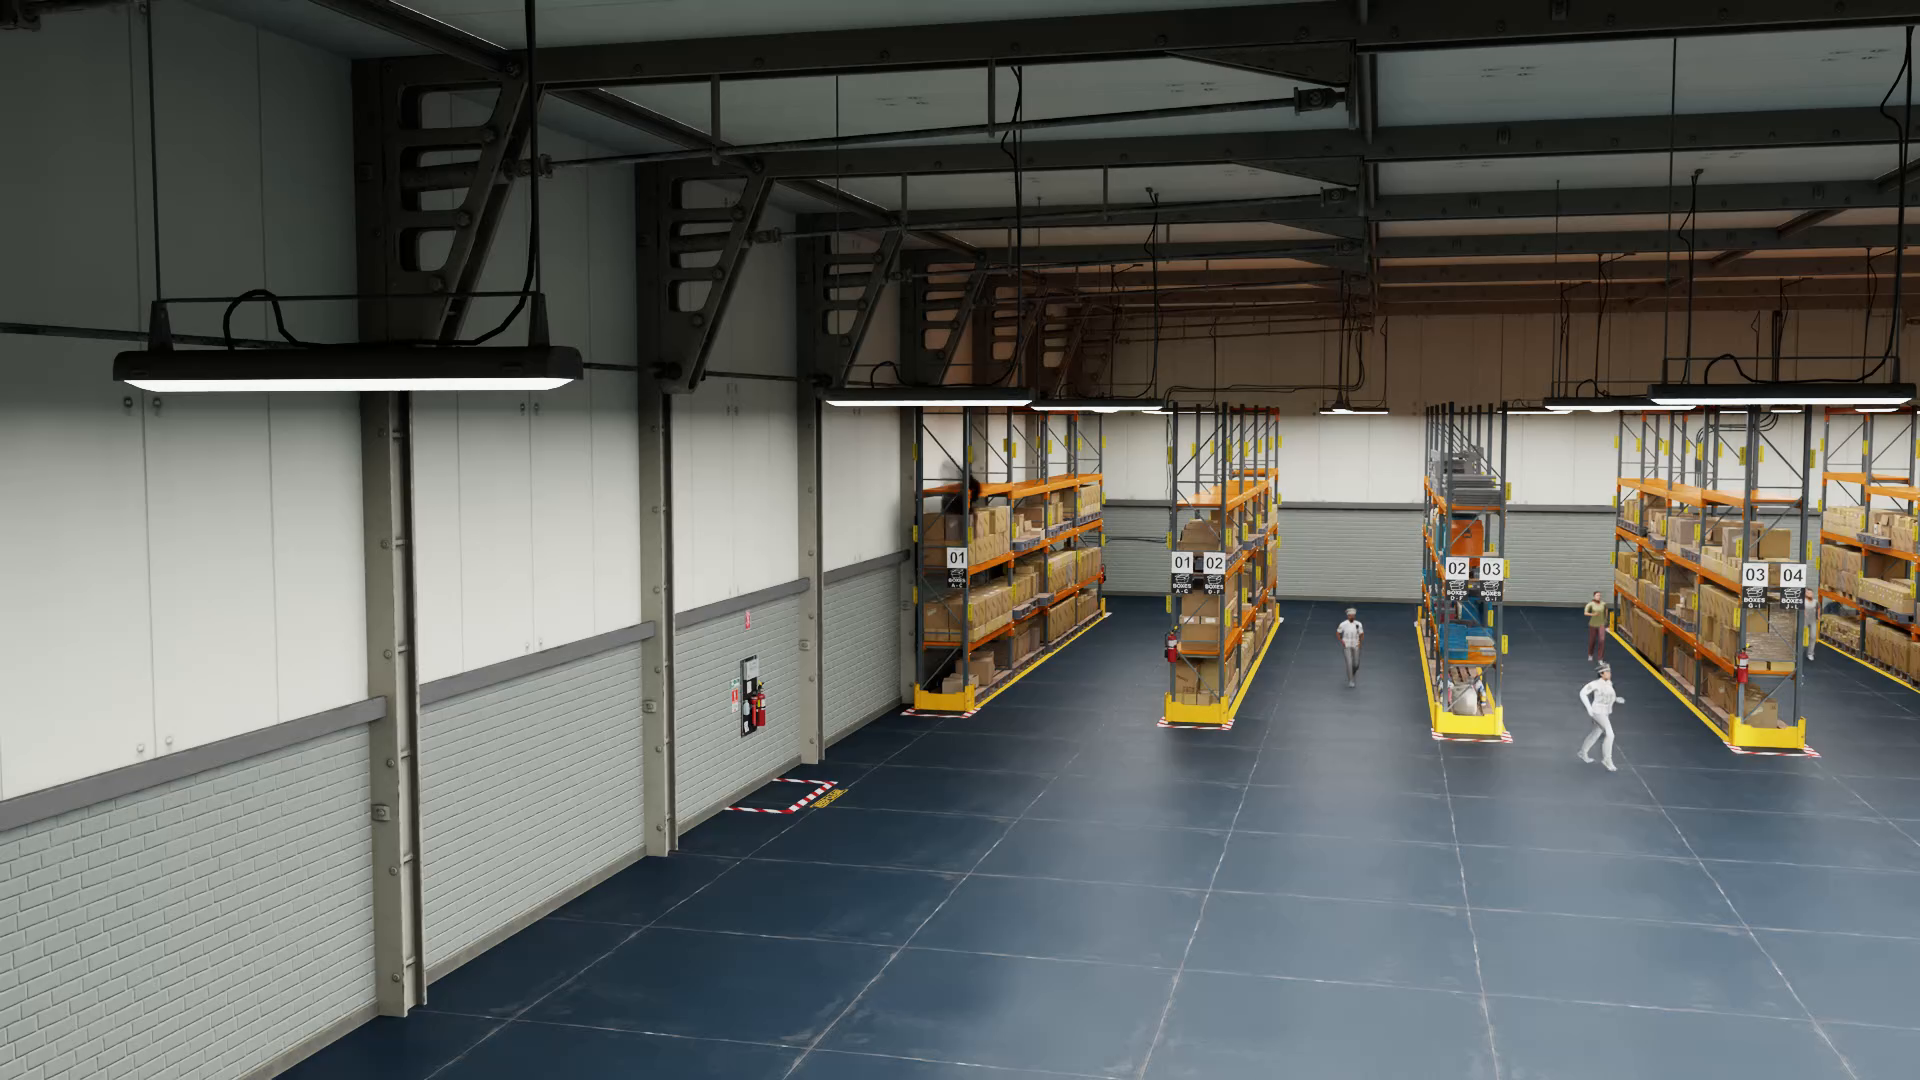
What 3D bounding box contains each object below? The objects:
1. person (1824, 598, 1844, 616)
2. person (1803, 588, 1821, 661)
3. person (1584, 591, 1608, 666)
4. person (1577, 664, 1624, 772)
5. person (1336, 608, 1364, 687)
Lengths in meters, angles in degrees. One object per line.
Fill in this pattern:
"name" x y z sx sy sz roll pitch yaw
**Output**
"person" 23.288 1.612 44.272 0.871 1.739 0.760 3 5 34
"person" 20.172 1.980 39.529 0.580 1.669 0.937 1 4 14
"person" 14.741 2.028 38.555 0.576 1.721 0.831 1 4 10
"person" 10.461 2.864 27.175 0.596 1.738 0.768 -4 6 -44
"person" 8.316 2.274 35.448 0.587 1.672 0.570 0 4 3
